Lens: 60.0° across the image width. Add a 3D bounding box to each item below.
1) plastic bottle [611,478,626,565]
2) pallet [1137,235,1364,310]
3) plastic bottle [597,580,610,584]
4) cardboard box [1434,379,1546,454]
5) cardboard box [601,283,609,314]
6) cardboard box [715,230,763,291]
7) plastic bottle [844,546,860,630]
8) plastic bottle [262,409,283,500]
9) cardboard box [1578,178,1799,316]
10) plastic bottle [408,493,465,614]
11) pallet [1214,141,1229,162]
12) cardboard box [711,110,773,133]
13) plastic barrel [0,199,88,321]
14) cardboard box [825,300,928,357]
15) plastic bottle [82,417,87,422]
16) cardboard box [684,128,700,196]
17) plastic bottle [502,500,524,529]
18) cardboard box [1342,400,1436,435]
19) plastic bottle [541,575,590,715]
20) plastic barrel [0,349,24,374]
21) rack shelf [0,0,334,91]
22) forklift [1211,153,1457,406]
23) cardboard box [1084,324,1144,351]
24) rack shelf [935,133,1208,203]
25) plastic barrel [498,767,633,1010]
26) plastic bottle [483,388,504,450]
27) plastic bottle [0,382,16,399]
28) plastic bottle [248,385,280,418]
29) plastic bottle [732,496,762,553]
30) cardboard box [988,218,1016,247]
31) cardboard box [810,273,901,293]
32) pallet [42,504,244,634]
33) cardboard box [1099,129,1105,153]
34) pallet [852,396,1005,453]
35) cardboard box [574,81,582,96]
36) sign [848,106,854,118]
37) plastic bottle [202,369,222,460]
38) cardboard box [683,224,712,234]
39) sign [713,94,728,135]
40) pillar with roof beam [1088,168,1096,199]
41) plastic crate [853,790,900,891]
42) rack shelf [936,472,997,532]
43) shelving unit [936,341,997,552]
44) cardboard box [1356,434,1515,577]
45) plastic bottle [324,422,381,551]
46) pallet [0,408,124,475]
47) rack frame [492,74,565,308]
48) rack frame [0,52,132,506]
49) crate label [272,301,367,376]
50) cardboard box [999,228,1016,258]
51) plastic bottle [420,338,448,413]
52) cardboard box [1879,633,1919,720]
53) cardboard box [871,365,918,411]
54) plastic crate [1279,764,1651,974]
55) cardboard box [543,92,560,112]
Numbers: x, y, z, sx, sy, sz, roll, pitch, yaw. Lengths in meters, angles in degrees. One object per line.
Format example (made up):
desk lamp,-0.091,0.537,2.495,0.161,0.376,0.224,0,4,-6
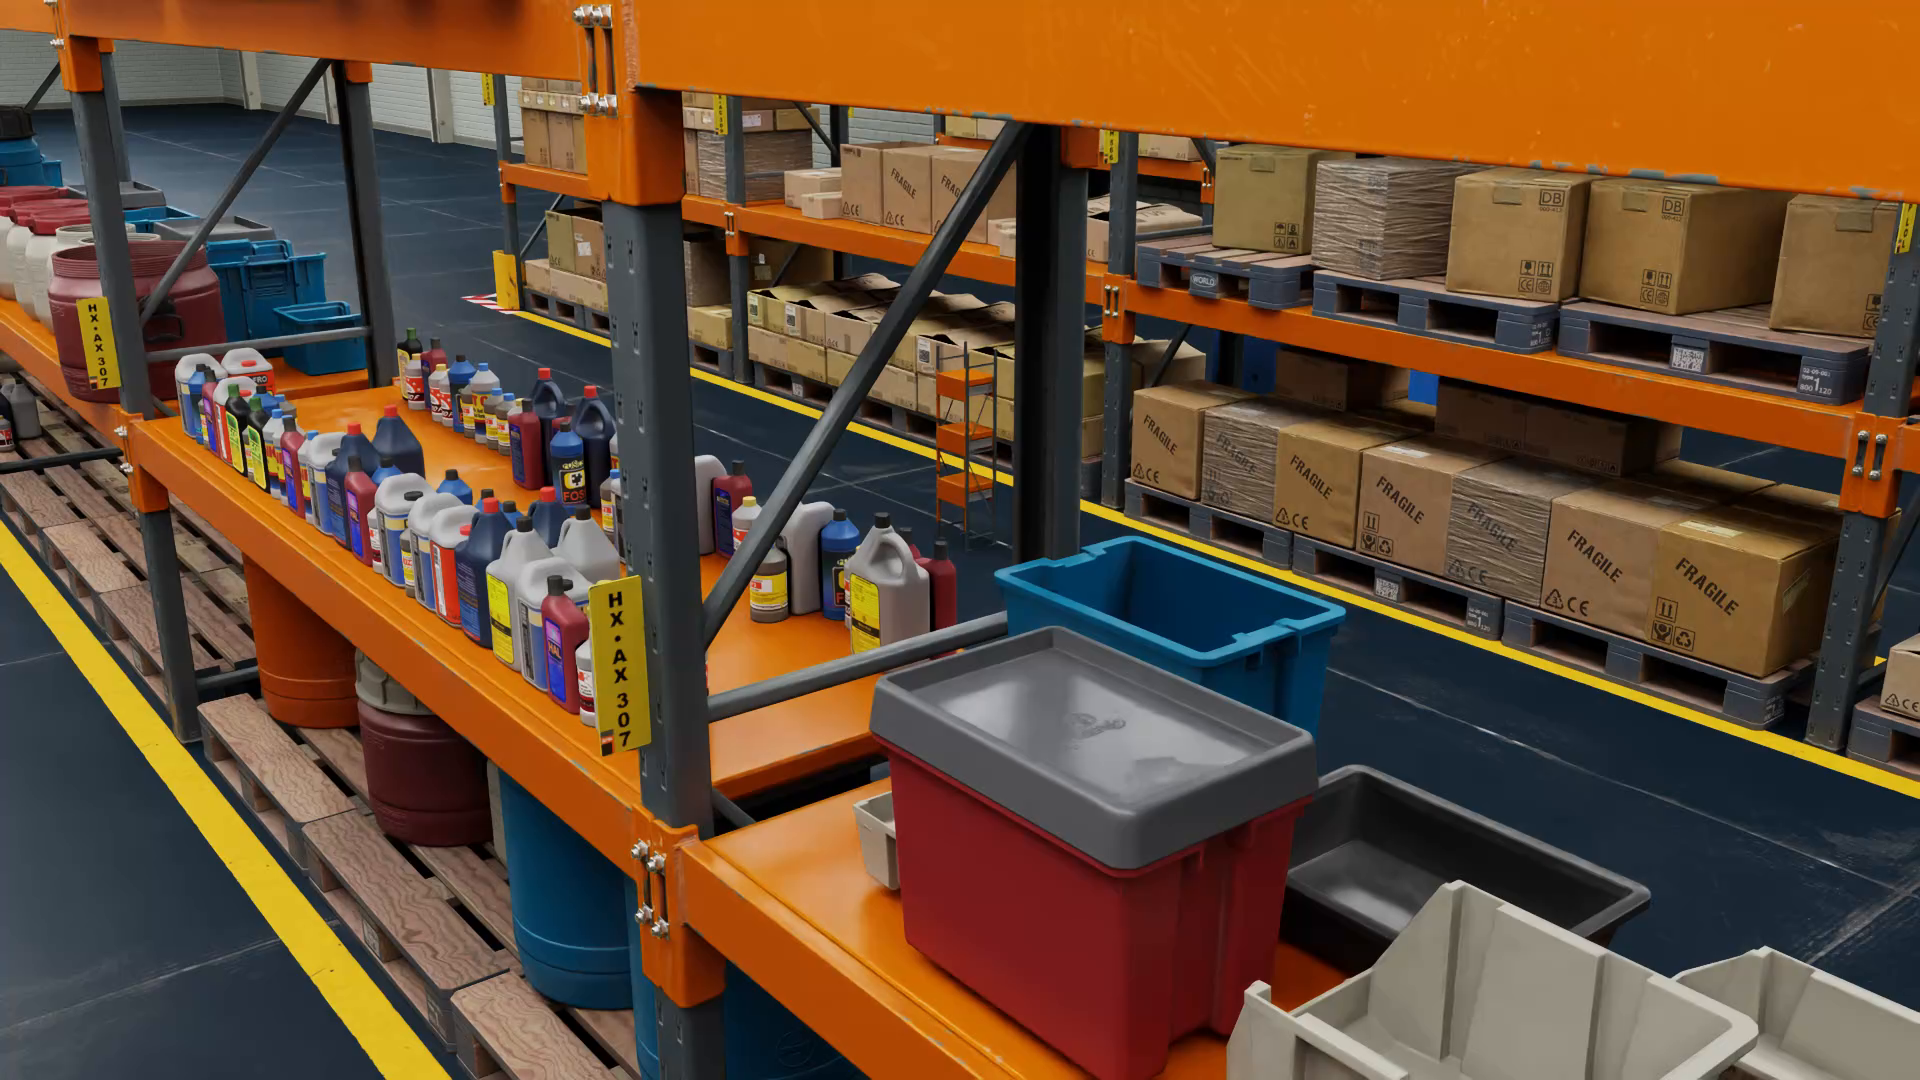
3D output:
plastic bottle,-0.856,-0.077,4.521,0.152,0.276,0.135,-14,23,-36
pallet,1.704,-1.456,8.794,1.213,0.211,1.003,-14,23,-36
plastic bottle,-0.812,0.192,3.827,0.097,0.201,0.097,0,18,0
cardboard box,2.670,-0.630,8.077,0.500,0.250,0.500,-15,23,-37
cardboard box,-2.650,-2.021,13.899,0.500,0.250,0.500,-14,23,-36
cardboard box,-1.614,-2.233,13.349,0.500,0.500,0.500,-14,23,-36
plastic bottle,-0.235,0.114,4.063,0.097,0.201,0.097,0,18,0
plastic bottle,-2.078,-0.266,5.100,0.097,0.271,0.097,0,18,0
cardboard box,3.117,-1.279,7.127,0.700,0.500,0.500,-10,21,-28
plastic bottle,-1.295,0.028,4.203,0.152,0.276,0.135,-14,23,-36
pallet,2.986,-3.346,14.502,1.003,0.211,1.213,-14,23,-36
cardboard box,-1.592,-3.067,12.162,0.380,0.149,0.250,-14,23,-36
plastic barrel,-4.263,-1.326,7.878,0.433,0.535,0.433,0,18,0
cardboard box,-0.565,-1.445,11.267,0.500,0.311,0.500,-15,23,-38
plastic bottle,-5.429,-0.924,10.394,0.144,0.351,0.185,-14,23,-36
cardboard box,-1.868,-2.971,12.903,0.700,0.500,0.500,-14,23,-37
plastic bottle,-1.125,0.035,4.191,0.097,0.271,0.097,0,18,0
cardboard box,2.314,-0.411,8.608,0.500,0.500,0.500,-15,24,-38
plastic bottle,-0.851,0.224,3.600,0.061,0.283,0.133,-14,23,-36
plastic barrel,-6.844,-1.454,11.771,0.421,0.512,0.421,0,18,0
rack shelf,-3.899,-2.310,7.440,1.077,0.370,4.000,-14,23,-36
forklift,3.179,-2.138,10.658,3.031,2.935,1.130,-8,20,-23
cardboard box,0.801,-1.175,10.454,0.500,0.311,0.500,-15,23,-37
rack shelf,1.384,-3.805,16.727,1.077,0.370,4.000,-14,23,-36
plastic barrel,-0.937,0.736,4.539,0.600,0.901,0.708,-14,23,-36
plastic bottle,-1.568,-0.415,5.661,0.097,0.201,0.097,0,18,0
plastic bottle,-5.785,-0.821,10.204,0.152,0.276,0.135,-14,23,-36
plastic bottle,-2.256,-0.368,5.407,0.097,0.271,0.097,0,18,0
plastic bottle,-0.561,-0.015,4.453,0.097,0.201,0.097,0,18,0
cardboard box,0.393,-1.885,10.182,0.380,0.149,0.250,-12,22,-32
cardboard box,-0.779,-1.803,12.349,0.500,0.311,0.500,-14,23,-36
pallet,-3.861,0.090,8.255,1.003,0.211,1.213,-14,23,-36
cardboard box,1.467,-3.895,16.061,0.500,0.250,0.500,-14,23,-36
pallet,-0.005,-0.888,11.208,1.003,0.211,1.213,-14,23,-36
cardboard box,-2.782,-3.952,13.803,0.700,0.500,0.500,-14,23,-36
sign,-0.836,-3.307,12.361,0.100,0.325,0.005,-14,23,-36
plastic bottle,-2.473,-0.420,5.544,0.061,0.283,0.133,-14,23,-36
cardboard box,-2.329,-2.256,13.417,0.500,0.500,0.500,-14,23,-36
sign,-1.689,-3.026,11.727,0.100,0.325,0.005,-14,23,-36
pillar with roof beam,-2.120,-6.644,14.611,9.100,9.000,0.400,-14,23,-36
plastic crate,0.004,0.490,2.935,0.396,0.136,0.243,-14,23,-36
rack shelf,0.033,-0.211,8.748,0.215,0.259,0.240,-14,23,-36
shelving unit,0.033,-0.485,8.658,0.215,1.050,0.252,-14,23,-36
cardboard box,2.252,-0.175,7.896,0.500,0.500,0.500,-15,23,-38
plastic bottle,-1.684,-0.160,4.652,0.144,0.351,0.185,-14,23,-36
pallet,-5.525,-0.570,10.249,1.003,0.211,1.213,-14,23,-36
rack frame,-3.739,-3.672,15.180,1.000,3.000,0.127,-14,23,-36
rack frame,-5.140,-1.721,9.287,1.000,3.000,0.127,-14,23,-36
crate label,-2.624,-0.832,6.871,0.303,0.233,0.416,-14,23,-36
cardboard box,0.453,-1.749,9.773,0.380,0.149,0.250,-14,23,-36
plastic bottle,-1.928,-0.606,6.107,0.061,0.283,0.133,-14,23,-36
cardboard box,3.803,0.498,6.164,0.500,0.311,0.500,-14,23,-36
cardboard box,-0.244,-1.054,10.979,0.500,0.250,0.500,-13,23,-35
plastic crate,0.732,0.576,2.693,0.437,0.125,0.590,-14,23,-36
cardboard box,-3.344,-3.762,14.262,0.380,0.149,0.250,-14,23,-36
